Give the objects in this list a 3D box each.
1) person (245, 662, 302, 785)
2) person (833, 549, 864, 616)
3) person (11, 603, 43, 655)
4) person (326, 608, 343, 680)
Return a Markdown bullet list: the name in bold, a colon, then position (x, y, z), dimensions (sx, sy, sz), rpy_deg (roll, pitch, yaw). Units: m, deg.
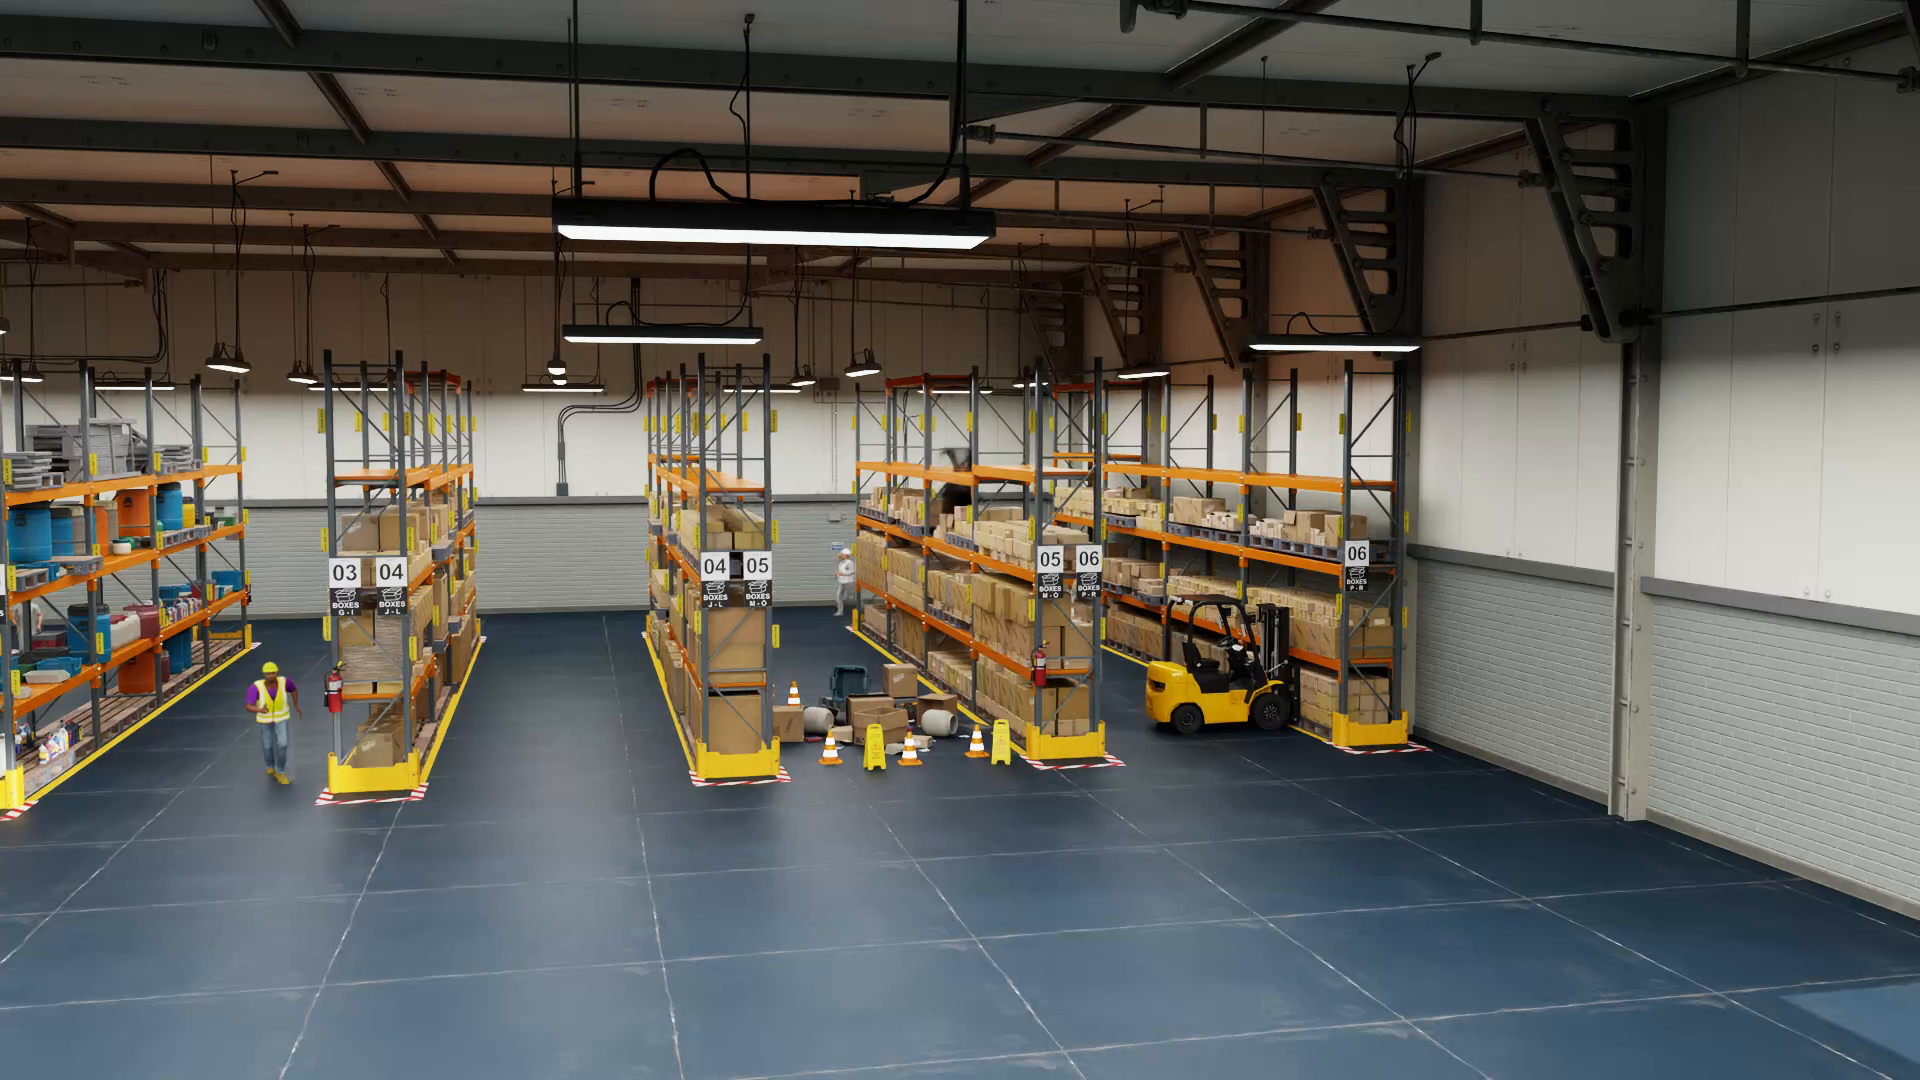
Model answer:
- **person**: position (-9.588, 2.540, 23.246), dimensions (0.717, 1.732, 0.939), rpy_deg (-2, 4, -22)
- **person**: position (-2.945, 1.100, 43.375), dimensions (0.855, 1.752, 0.670), rpy_deg (-2, 5, -32)
- **person**: position (-18.963, 1.847, 33.783), dimensions (0.540, 1.619, 0.599), rpy_deg (-1, 4, -18)
- **person**: position (-12.248, 1.883, 33.007), dimensions (0.594, 1.709, 0.901), rpy_deg (0, 4, -7)
